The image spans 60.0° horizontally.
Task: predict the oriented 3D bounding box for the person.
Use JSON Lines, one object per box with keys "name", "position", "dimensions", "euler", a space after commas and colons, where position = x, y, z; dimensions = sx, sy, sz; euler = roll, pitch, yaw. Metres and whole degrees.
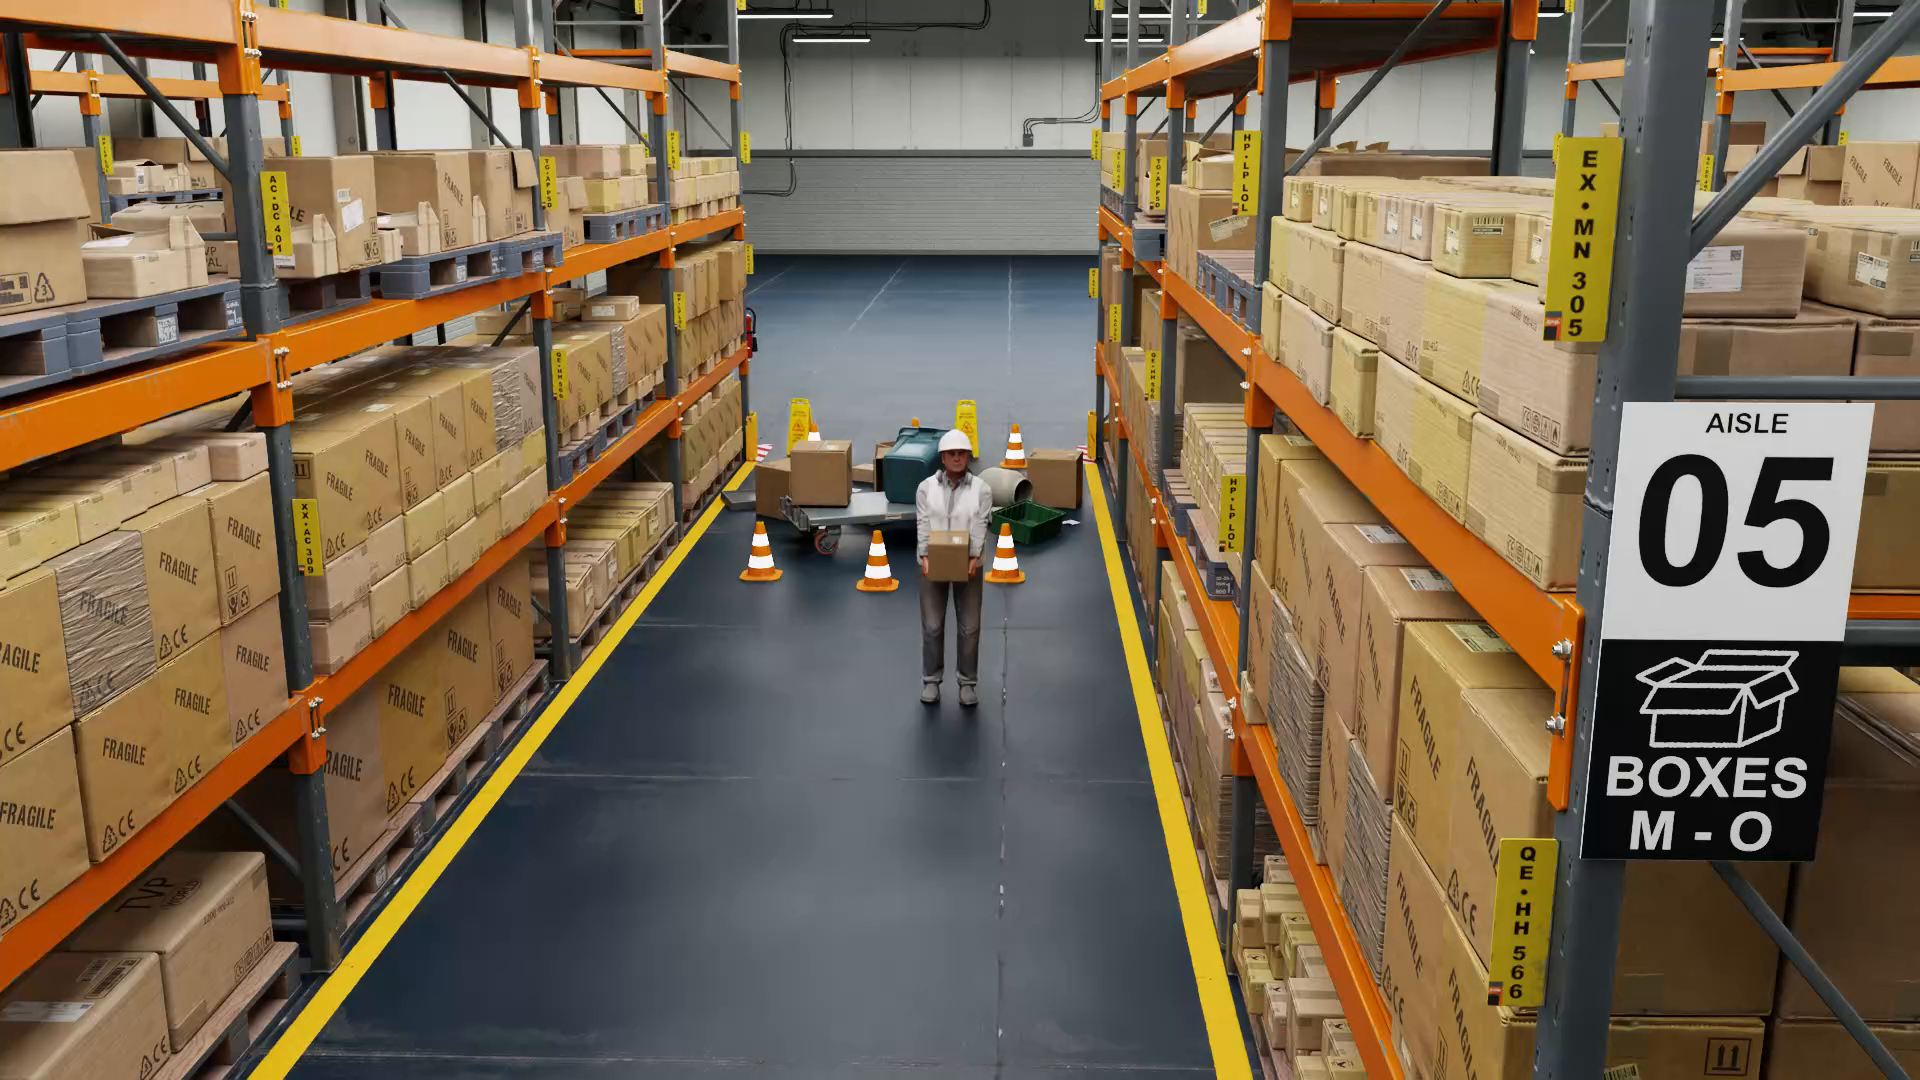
{"name": "person", "position": [-0.041, 0.191, 10.683], "dimensions": [0.494, 1.762, 0.562], "euler": [1, 14, 2]}
